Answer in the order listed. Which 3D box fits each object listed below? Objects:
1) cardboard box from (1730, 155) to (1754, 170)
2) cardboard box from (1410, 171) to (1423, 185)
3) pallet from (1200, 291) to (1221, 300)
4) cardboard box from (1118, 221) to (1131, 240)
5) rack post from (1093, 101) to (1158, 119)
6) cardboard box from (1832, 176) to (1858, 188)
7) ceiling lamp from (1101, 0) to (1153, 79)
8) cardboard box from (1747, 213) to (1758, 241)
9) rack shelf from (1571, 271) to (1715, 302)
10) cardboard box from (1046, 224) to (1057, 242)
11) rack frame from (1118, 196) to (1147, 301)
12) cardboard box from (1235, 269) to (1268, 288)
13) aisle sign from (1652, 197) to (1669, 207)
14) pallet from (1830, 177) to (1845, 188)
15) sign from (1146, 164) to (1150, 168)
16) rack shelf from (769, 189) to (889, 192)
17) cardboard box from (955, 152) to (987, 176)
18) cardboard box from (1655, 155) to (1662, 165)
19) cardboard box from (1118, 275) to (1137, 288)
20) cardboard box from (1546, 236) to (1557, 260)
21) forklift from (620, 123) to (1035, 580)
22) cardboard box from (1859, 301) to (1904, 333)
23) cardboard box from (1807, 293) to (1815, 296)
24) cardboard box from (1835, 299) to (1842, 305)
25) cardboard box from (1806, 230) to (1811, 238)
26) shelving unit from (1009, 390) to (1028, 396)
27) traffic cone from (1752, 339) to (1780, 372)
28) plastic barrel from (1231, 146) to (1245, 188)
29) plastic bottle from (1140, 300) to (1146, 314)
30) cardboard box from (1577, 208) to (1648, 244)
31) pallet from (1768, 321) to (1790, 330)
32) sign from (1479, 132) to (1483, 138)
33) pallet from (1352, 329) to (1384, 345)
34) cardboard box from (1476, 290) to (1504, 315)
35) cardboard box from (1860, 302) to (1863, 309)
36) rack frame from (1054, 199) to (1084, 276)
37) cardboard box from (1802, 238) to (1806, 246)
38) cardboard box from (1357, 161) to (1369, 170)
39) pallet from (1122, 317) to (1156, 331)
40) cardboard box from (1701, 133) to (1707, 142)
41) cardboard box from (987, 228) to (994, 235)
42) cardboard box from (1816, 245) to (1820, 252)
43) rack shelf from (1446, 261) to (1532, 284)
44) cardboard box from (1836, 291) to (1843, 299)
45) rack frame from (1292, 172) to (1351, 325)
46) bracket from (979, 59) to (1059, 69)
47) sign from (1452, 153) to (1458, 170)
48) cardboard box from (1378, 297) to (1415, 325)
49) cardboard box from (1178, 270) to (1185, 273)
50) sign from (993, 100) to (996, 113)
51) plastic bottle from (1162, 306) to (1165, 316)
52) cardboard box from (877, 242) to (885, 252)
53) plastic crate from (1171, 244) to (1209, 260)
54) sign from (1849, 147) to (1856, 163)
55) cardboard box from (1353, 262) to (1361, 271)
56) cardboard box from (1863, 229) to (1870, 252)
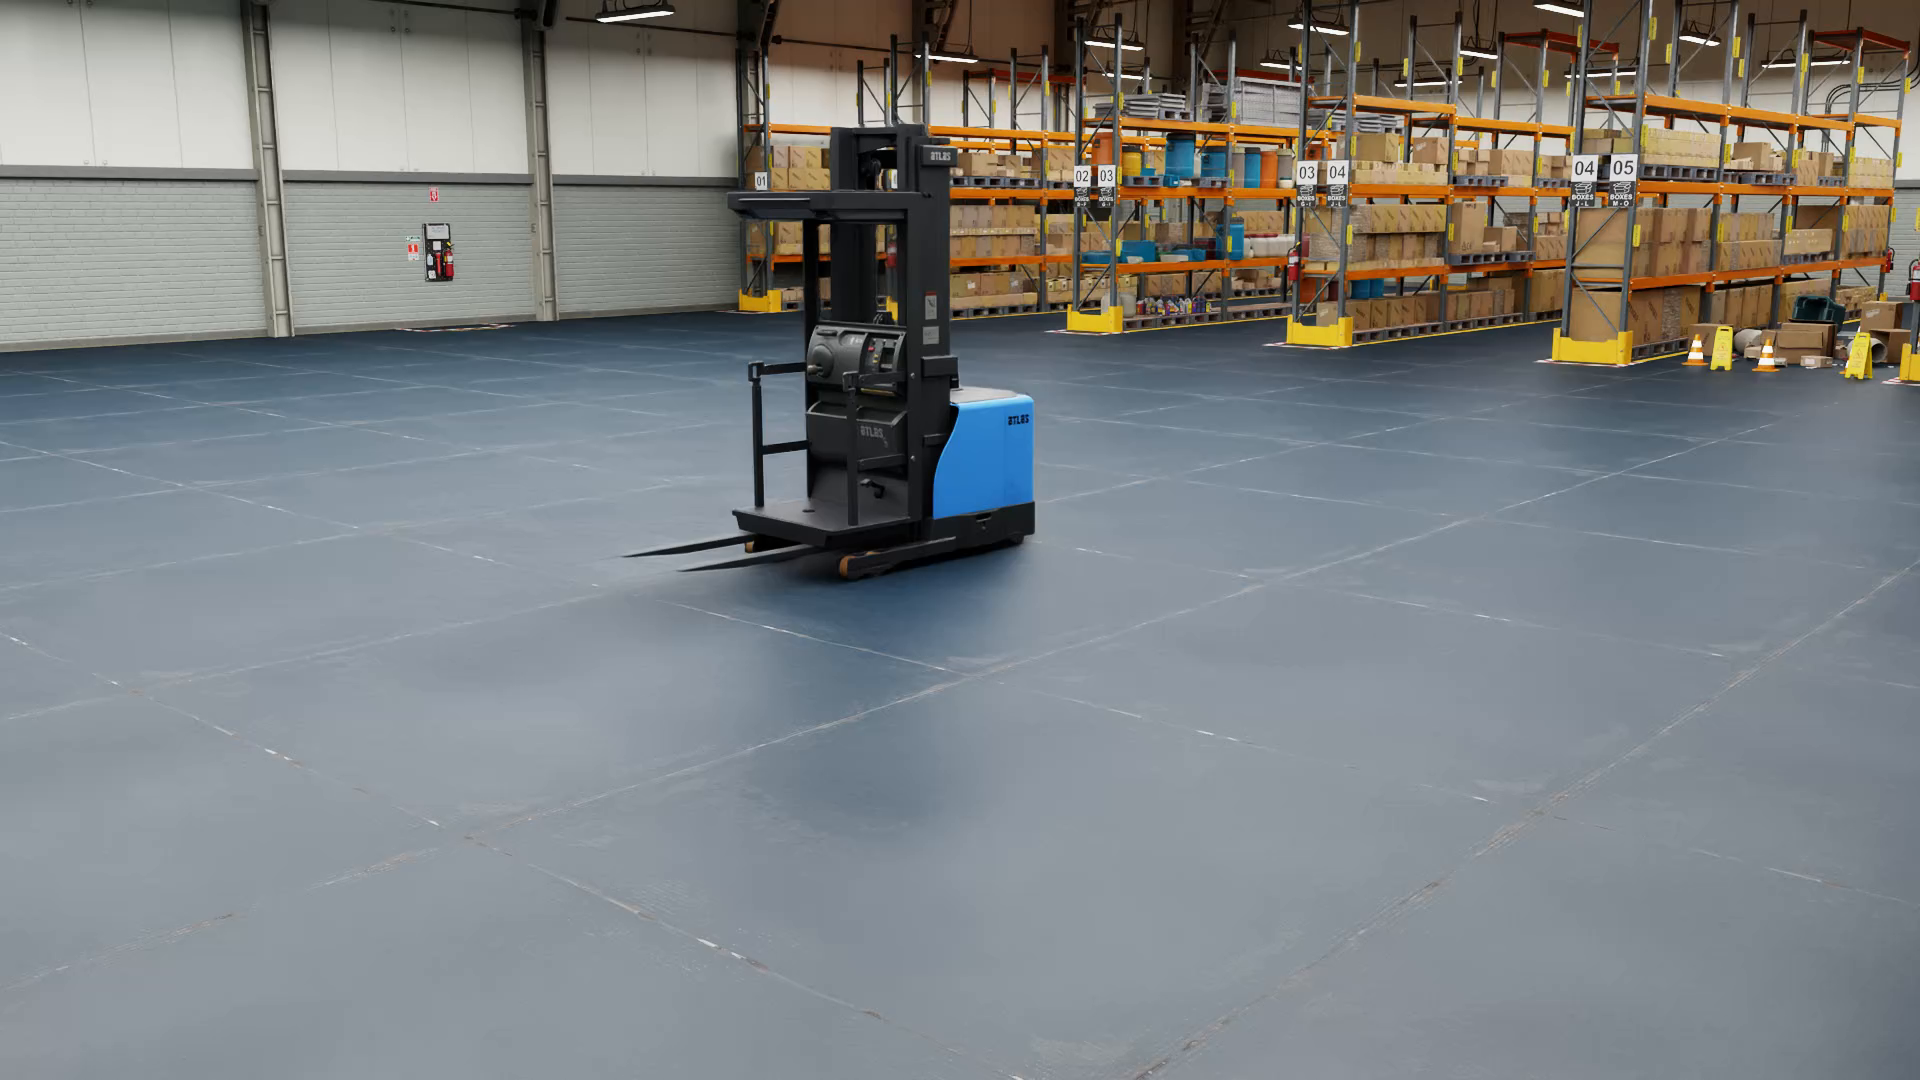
[{"bbox_3d":[14.072,-6.808,29.997,0.396,0.266,0.258,10,15,40],"label":"cardboard box"},{"bbox_3d":[8.229,-6.702,30.831,0.500,0.250,0.500,10,15,40],"label":"cardboard box"},{"bbox_3d":[6.352,-6.523,44.330,1.003,0.211,1.213,10,15,40],"label":"pallet"},{"bbox_3d":[4.466,-9.094,49.320,0.980,0.700,0.700,9,14,38],"label":"cardboard box"},{"bbox_3d":[3.252,-8.400,32.568,0.954,0.300,0.937,-10,15,-41],"label":"rack post"},{"bbox_3d":[18.462,-7.509,34.871,0.500,0.250,0.500,11,16,43],"label":"cardboard box"},{"bbox_3d":[4.694,-13.973,44.294,0.800,3.185,2.000,10,15,40],"label":"ceiling lamp"},{"bbox_3d":[14.344,-5.813,30.849,0.700,0.500,0.500,9,15,39],"label":"cardboard box"},{"bbox_3d":[11.357,-4.253,27.684,1.077,0.370,4.000,10,15,40],"label":"rack shelf"},{"bbox_3d":[2.354,-8.610,46.593,0.500,0.500,0.500,10,15,40],"label":"cardboard box"},{"bbox_3d":[4.220,-7.426,41.734,1.000,3.000,0.127,10,15,40],"label":"rack frame"},{"bbox_3d":[8.097,-7.283,46.269,0.797,0.503,0.637,10,15,40],"label":"cardboard box"},{"bbox_3d":[17.213,-8.569,40.816,0.394,0.787,0.004,10,15,40],"label":"aisle sign"},{"bbox_3d":[17.471,-7.379,34.319,1.213,0.211,1.003,10,15,40],"label":"pallet"},{"bbox_3d":[4.632,-9.117,41.016,0.100,0.325,0.005,10,15,40],"label":"sign"},{"bbox_3d":[-3.464,-8.302,40.295,1.077,0.370,4.000,10,15,40],"label":"rack shelf"},{"bbox_3d":[0.241,-8.253,36.529,0.500,0.500,0.500,10,15,40],"label":"cardboard box"},{"bbox_3d":[10.838,-5.998,26.238,0.380,0.149,0.250,10,15,41],"label":"cardboard box"},{"bbox_3d":[4.059,-6.450,41.362,0.500,0.311,0.500,10,15,42],"label":"cardboard box"},{"bbox_3d":[12.523,-6.306,35.872,0.500,0.500,0.500,9,15,39],"label":"cardboard box"},{"bbox_3d":[-0.858,-1.285,11.164,3.031,2.935,1.130,-11,16,-44],"label":"forklift"},{"bbox_3d":[15.106,-3.646,27.258,0.500,0.500,0.500,10,15,40],"label":"cardboard box"},{"bbox_3d":[16.978,-4.766,33.723,0.500,0.500,0.500,9,15,39],"label":"cardboard box"},{"bbox_3d":[18.438,-5.043,35.249,0.380,0.149,0.250,11,16,43],"label":"cardboard box"},{"bbox_3d":[16.802,-6.136,33.324,0.380,0.149,0.250,9,15,40],"label":"cardboard box"},{"bbox_3d":[0.349,-0.582,12.445,0.252,1.050,0.215,-11,16,-43],"label":"shelving unit"},{"bbox_3d":[12.079,-2.766,24.879,0.336,0.463,0.334,10,15,40],"label":"traffic cone"},{"bbox_3d":[5.902,-8.113,36.232,0.600,0.901,0.600,0,11,0],"label":"plastic barrel"},{"bbox_3d":[3.808,-4.839,34.591,0.061,0.283,0.133,10,15,40],"label":"plastic bottle"},{"bbox_3d":[10.311,-4.964,26.268,0.875,0.550,0.550,10,15,40],"label":"cardboard box"},{"bbox_3d":[15.835,-4.236,32.881,1.003,0.211,1.213,10,15,40],"label":"pallet"},{"bbox_3d":[13.643,-10.677,43.518,0.100,0.325,0.005,10,15,40],"label":"sign"},{"bbox_3d":[6.991,-3.727,30.330,1.003,0.211,1.213,10,15,40],"label":"pallet"},{"bbox_3d":[10.875,-4.950,34.597,0.700,0.500,0.500,8,14,36],"label":"cardboard box"},{"bbox_3d":[19.801,-5.207,36.829,0.380,0.149,0.250,9,14,38],"label":"cardboard box"},{"bbox_3d":[3.137,-8.655,47.884,1.000,3.000,0.127,10,15,40],"label":"rack frame"},{"bbox_3d":[16.637,-5.952,33.163,0.380,0.149,0.250,10,15,40],"label":"cardboard box"},{"bbox_3d":[6.977,-6.597,29.289,0.380,0.149,0.250,10,15,42],"label":"cardboard box"},{"bbox_3d":[3.213,-4.377,33.586,1.003,0.211,1.213,10,15,40],"label":"pallet"},{"bbox_3d":[12.177,-6.688,27.658,0.380,0.149,0.250,10,15,41],"label":"cardboard box"},{"bbox_3d":[0.549,-6.911,37.243,0.380,0.149,0.250,10,15,42],"label":"cardboard box"},{"bbox_3d":[17.342,-5.964,33.984,0.380,0.149,0.250,9,14,37],"label":"cardboard box"},{"bbox_3d":[10.339,-5.498,33.916,1.077,0.370,4.000,10,15,40],"label":"rack shelf"},{"bbox_3d":[18.568,-5.234,35.444,0.380,0.149,0.250,11,16,43],"label":"cardboard box"},{"bbox_3d":[6.378,-4.968,29.426,1.000,3.000,0.127,10,15,40],"label":"rack frame"},{"bbox_3d":[1.230,-13.088,45.574,0.076,0.066,4.783,10,15,40],"label":"bracket"},{"bbox_3d":[9.431,-7.212,31.682,0.100,0.325,0.005,10,15,40],"label":"sign"},{"bbox_3d":[8.352,-4.398,31.880,0.500,0.500,0.500,-7,13,-30],"label":"cardboard box"},{"bbox_3d":[5.698,-7.186,43.873,0.500,0.250,0.500,10,15,40],"label":"cardboard box"},{"bbox_3d":[0.911,-11.436,43.907,0.100,0.325,0.005,10,15,40],"label":"sign"},{"bbox_3d":[4.157,-4.693,34.073,0.097,0.201,0.097,0,11,0],"label":"plastic bottle"},{"bbox_3d":[-2.229,-7.305,41.459,0.500,0.250,0.500,10,15,40],"label":"cardboard box"},{"bbox_3d":[4.857,-6.106,35.281,0.767,0.338,0.504,10,15,40],"label":"plastic crate"},{"bbox_3d":[18.378,-7.924,34.240,0.100,0.325,0.005,10,15,40],"label":"sign"},{"bbox_3d":[6.925,-4.890,29.678,0.380,0.149,0.250,10,15,40],"label":"cardboard box"},{"bbox_3d":[19.487,-6.538,36.273,0.500,0.500,0.500,11,16,43],"label":"cardboard box"}]
